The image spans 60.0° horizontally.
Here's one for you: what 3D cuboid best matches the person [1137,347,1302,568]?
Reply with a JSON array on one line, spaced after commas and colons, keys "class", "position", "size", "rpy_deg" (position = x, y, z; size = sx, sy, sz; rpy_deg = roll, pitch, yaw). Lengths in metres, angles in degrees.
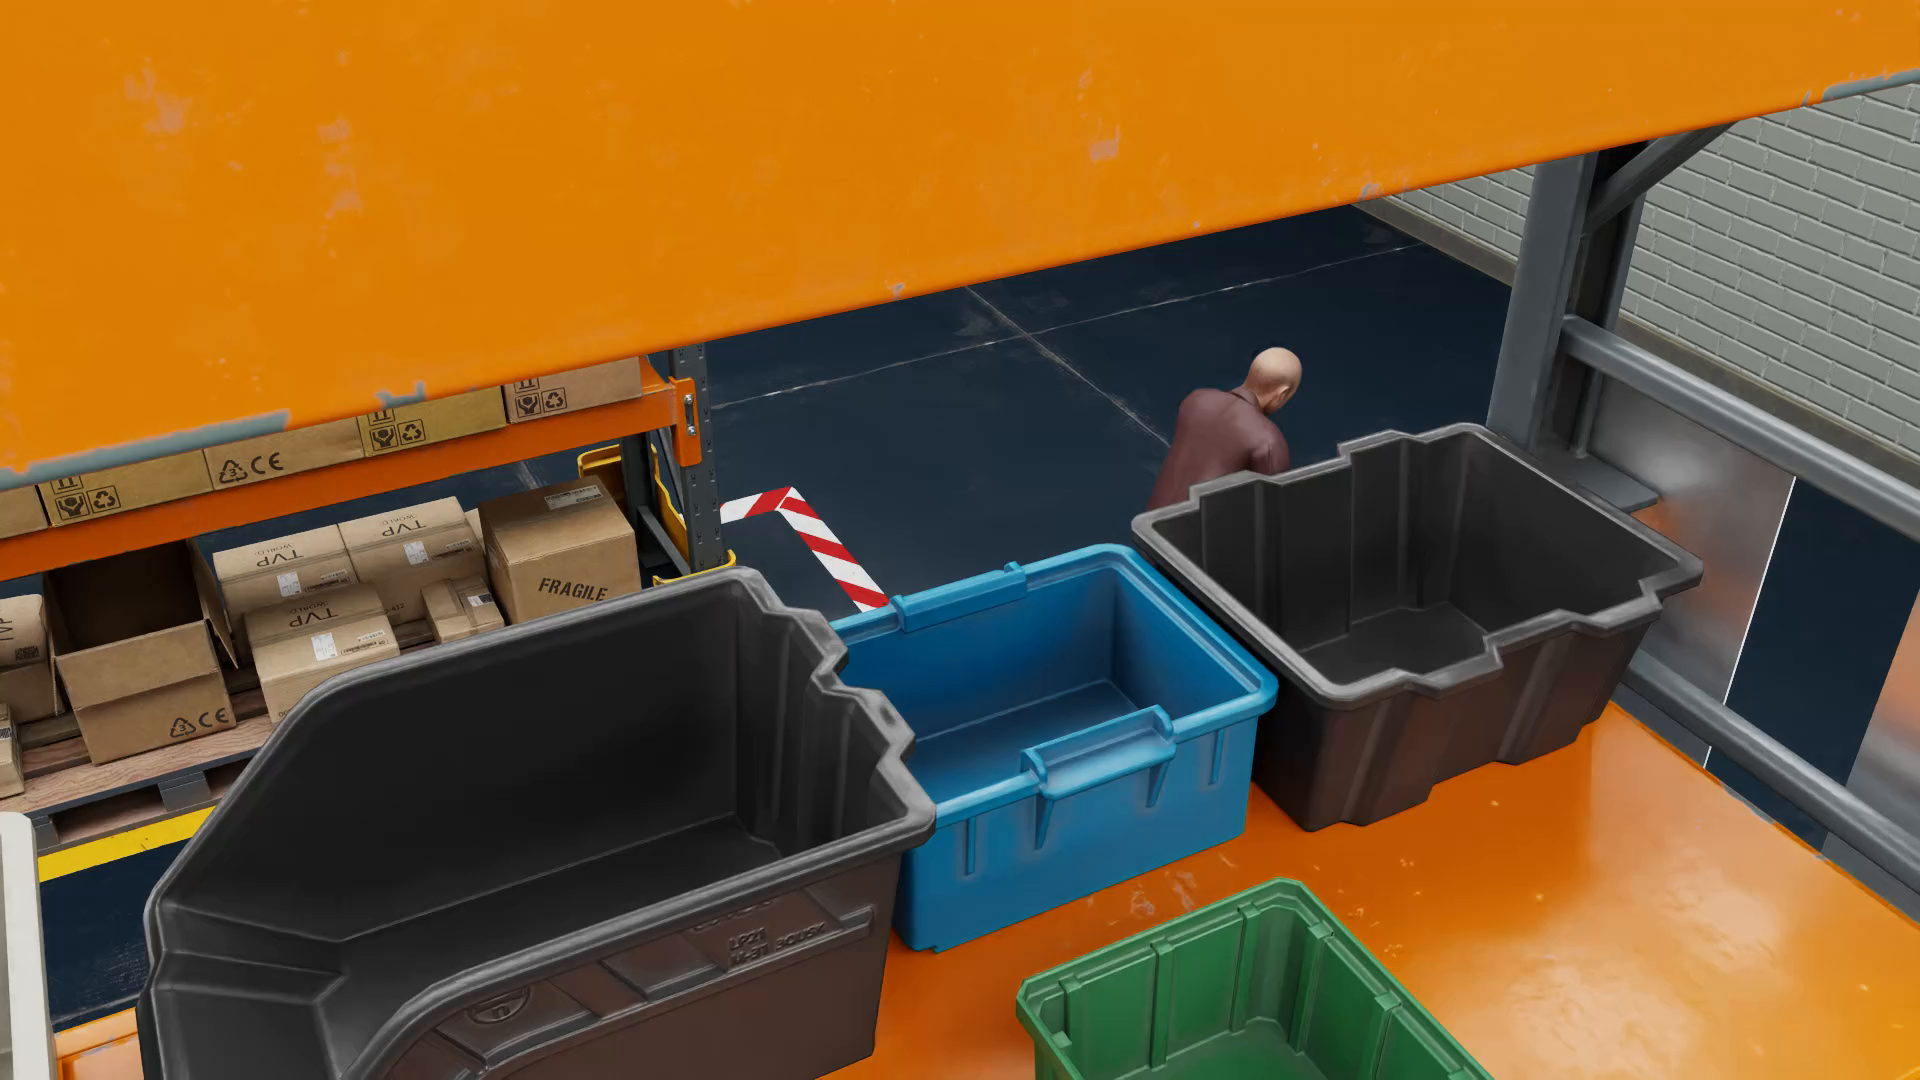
[{"class": "person", "position": [0.971, 0.016, 6.367], "size": [0.635, 1.526, 0.628], "rpy_deg": [-16, 36, -23]}]
